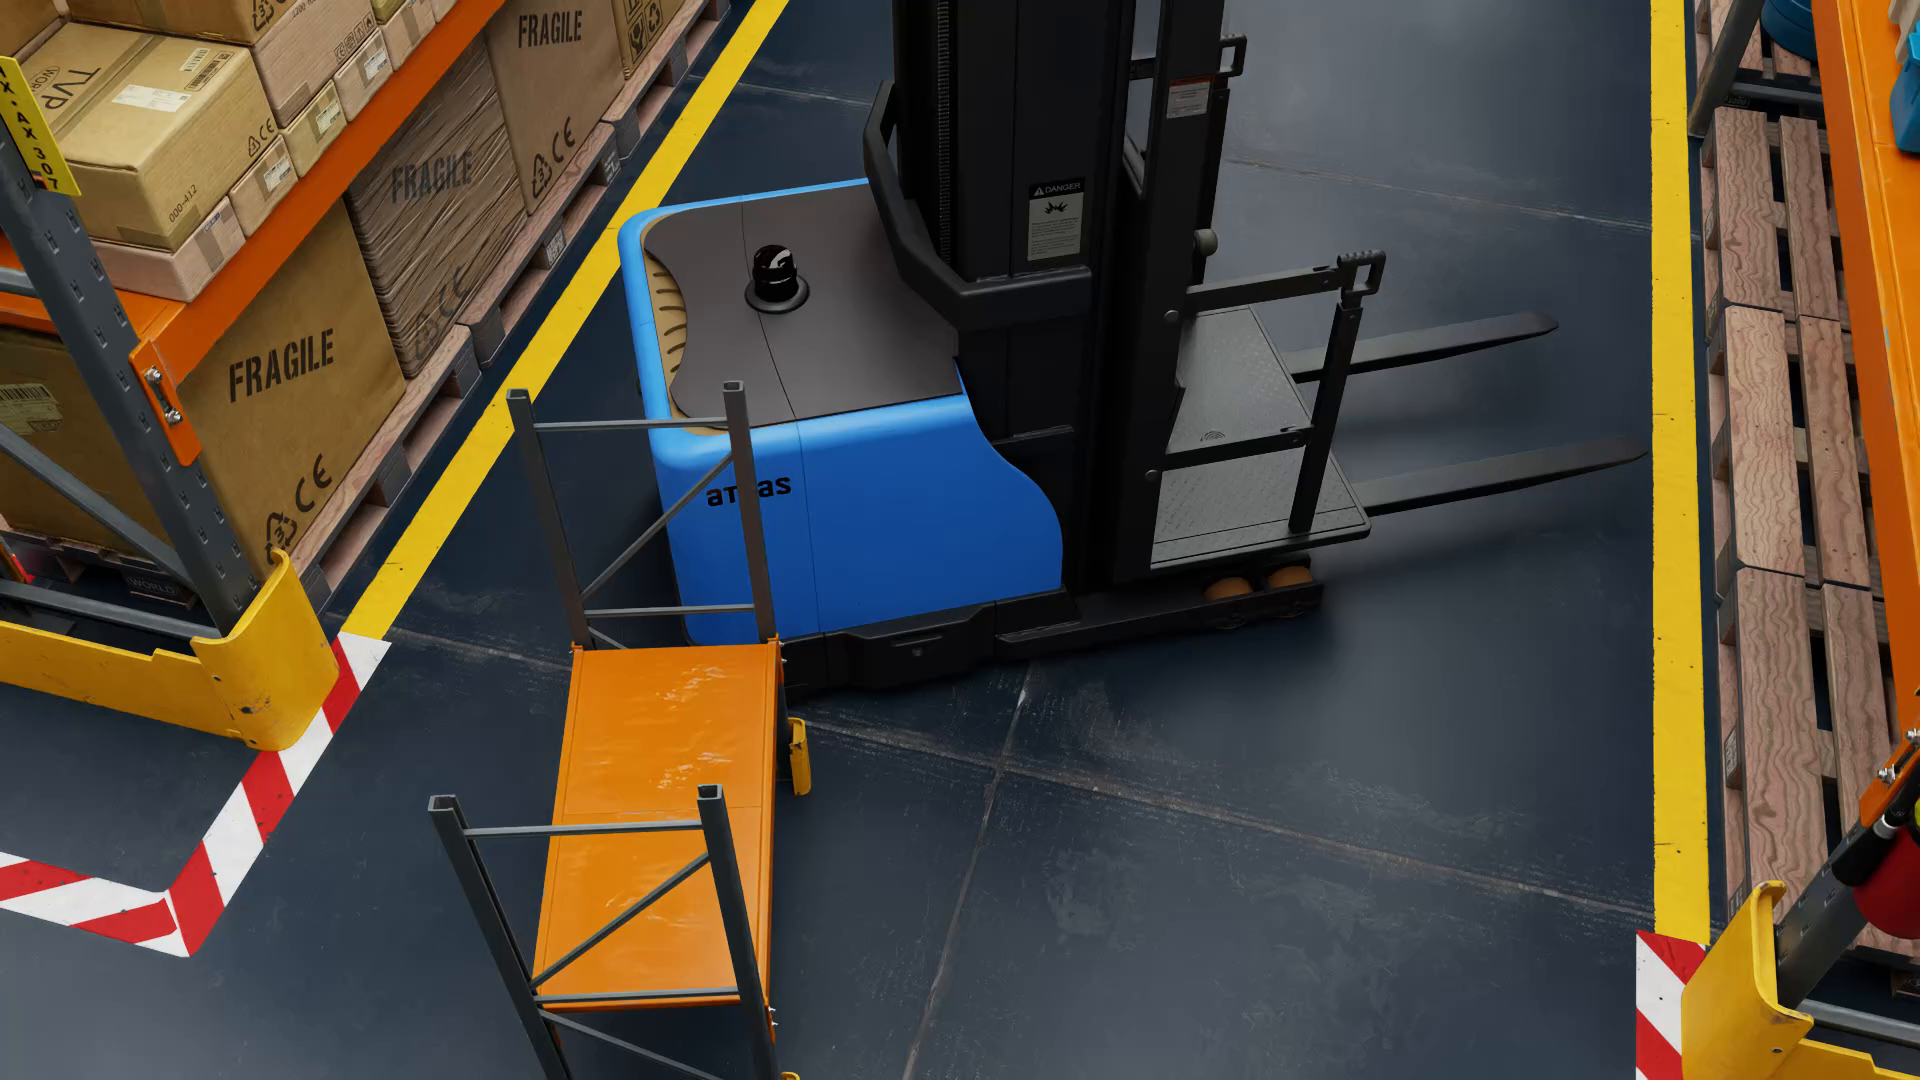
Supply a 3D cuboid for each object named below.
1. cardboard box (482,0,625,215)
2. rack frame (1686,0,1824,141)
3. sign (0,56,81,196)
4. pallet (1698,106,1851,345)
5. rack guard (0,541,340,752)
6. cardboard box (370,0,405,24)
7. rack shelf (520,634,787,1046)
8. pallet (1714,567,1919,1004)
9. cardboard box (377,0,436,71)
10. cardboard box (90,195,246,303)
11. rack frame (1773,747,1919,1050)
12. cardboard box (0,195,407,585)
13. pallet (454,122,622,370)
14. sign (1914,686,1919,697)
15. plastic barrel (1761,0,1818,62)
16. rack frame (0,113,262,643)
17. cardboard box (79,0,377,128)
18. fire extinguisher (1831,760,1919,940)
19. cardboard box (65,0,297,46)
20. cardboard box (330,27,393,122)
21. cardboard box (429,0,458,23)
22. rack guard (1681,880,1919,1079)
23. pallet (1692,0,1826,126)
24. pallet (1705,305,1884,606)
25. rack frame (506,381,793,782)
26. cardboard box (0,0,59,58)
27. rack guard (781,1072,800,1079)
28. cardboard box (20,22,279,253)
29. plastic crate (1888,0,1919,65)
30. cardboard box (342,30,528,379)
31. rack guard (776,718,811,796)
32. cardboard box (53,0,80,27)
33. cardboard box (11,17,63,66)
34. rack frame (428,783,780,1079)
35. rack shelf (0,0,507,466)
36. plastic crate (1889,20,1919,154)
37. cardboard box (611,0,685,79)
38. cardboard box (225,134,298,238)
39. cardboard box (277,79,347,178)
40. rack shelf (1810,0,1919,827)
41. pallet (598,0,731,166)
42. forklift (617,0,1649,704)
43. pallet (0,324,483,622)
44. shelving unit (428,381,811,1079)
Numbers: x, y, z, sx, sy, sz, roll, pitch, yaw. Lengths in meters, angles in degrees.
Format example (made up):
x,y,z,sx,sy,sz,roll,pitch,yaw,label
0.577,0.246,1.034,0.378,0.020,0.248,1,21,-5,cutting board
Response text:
x,y,z,sx,sy,sz,roll,pitch,yaw,label
-1.850,-1.853,6.021,0.875,0.875,0.875,12,50,10,cardboard box
3.416,-2.552,5.502,1.000,3.000,0.127,12,50,10,rack frame
-1.881,-0.835,3.356,0.100,0.325,0.005,12,50,10,sign
3.260,-1.090,6.071,1.003,0.211,1.213,12,50,10,pallet
-2.421,0.209,4.733,1.175,0.500,0.348,12,50,10,rack guard
-1.762,-1.719,4.668,0.500,0.250,0.500,10,49,9,cardboard box
-0.686,0.677,3.892,0.538,0.185,1.000,-2,49,-2,rack shelf
2.618,0.675,4.513,1.003,0.211,1.213,12,50,10,pallet
-1.735,-1.488,4.730,0.380,0.149,0.250,11,49,9,cardboard box
-2.003,-0.745,4.074,0.380,0.149,0.250,12,50,10,cardboard box
2.363,0.341,2.948,1.000,3.000,0.127,12,50,10,rack frame
-2.324,-0.551,4.872,0.875,0.875,0.875,12,50,10,cardboard box
-1.957,-1.187,6.157,1.003,0.211,1.213,12,50,10,pallet
1.828,0.191,2.972,0.100,0.325,0.005,12,50,10,sign
3.576,-2.387,6.475,0.600,0.901,0.708,12,50,10,plastic barrel
-2.415,-0.636,3.811,1.000,3.000,0.127,12,50,10,rack frame
-1.898,-1.356,4.348,0.500,0.250,0.500,11,49,10,cardboard box
1.885,0.510,3.100,0.296,0.674,0.183,12,50,10,fire extinguisher
-1.897,-1.588,4.053,0.500,0.500,0.500,10,49,9,cardboard box
-1.803,-1.304,4.568,0.380,0.149,0.250,11,49,9,cardboard box
-1.667,-1.675,4.895,0.380,0.149,0.250,11,50,10,cardboard box
2.369,1.188,3.868,1.175,0.500,0.348,12,50,10,rack guard
3.659,-2.179,7.032,1.003,0.211,1.213,12,50,10,pallet
2.941,-0.204,5.290,1.003,0.211,1.213,12,50,10,pallet
-0.711,0.177,4.093,0.500,1.500,0.032,-2,49,-2,rack frame
-2.540,-1.337,3.831,0.500,0.500,0.500,12,50,10,cardboard box
-0.661,1.351,3.891,0.587,0.250,0.087,-2,49,-2,rack guard
-2.028,-0.979,4.015,0.500,0.250,0.500,10,49,9,cardboard box
2.836,-1.464,4.581,0.437,0.282,0.530,12,50,10,plastic crate
-2.084,-1.209,5.453,0.875,0.875,0.875,12,50,10,cardboard box
-0.710,0.605,4.549,0.587,0.250,0.087,-2,49,-2,rack guard
-2.409,-1.454,4.435,0.500,0.250,0.500,11,49,9,cardboard box
-2.544,-1.088,4.111,0.500,0.250,0.500,11,49,9,cardboard box
-0.661,0.938,3.421,0.500,1.500,0.032,-2,49,-2,rack frame
-1.889,-1.845,5.357,1.077,0.370,4.000,12,50,10,rack shelf
2.656,-1.159,4.344,0.416,0.233,0.300,12,50,10,plastic crate
-1.613,-2.504,6.596,0.875,0.875,0.875,12,50,10,cardboard box
-1.937,-0.930,4.238,0.380,0.149,0.250,11,49,9,cardboard box
-1.870,-1.116,4.402,0.380,0.149,0.250,11,49,9,cardboard box
2.890,-0.867,4.495,1.077,0.370,4.000,12,50,10,rack shelf
-1.638,-2.072,6.938,1.003,0.211,1.213,12,50,10,pallet
0.607,-1.079,4.247,3.031,2.935,1.130,-10,49,-9,forklift
-2.280,-0.307,5.380,1.003,0.211,1.213,12,50,10,pallet
-0.685,0.565,3.751,0.587,1.500,1.083,-2,49,-2,shelving unit
